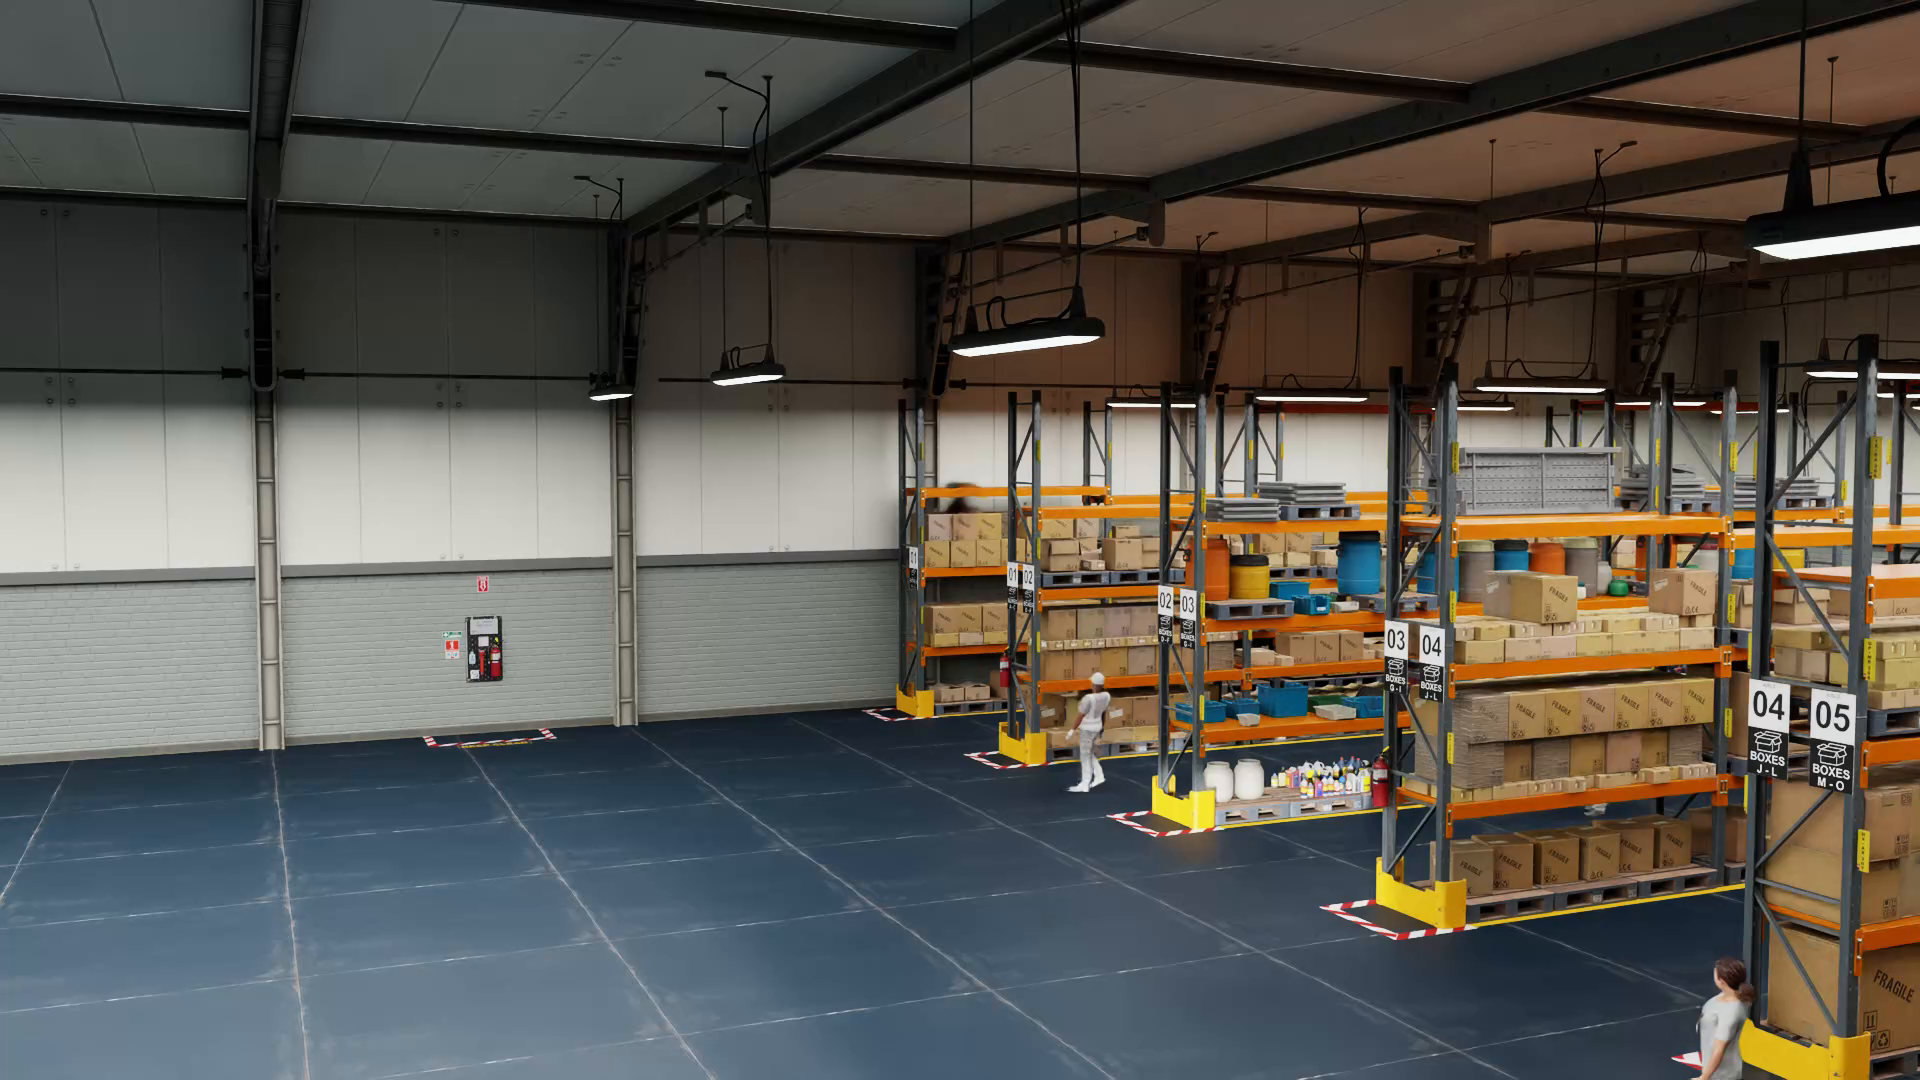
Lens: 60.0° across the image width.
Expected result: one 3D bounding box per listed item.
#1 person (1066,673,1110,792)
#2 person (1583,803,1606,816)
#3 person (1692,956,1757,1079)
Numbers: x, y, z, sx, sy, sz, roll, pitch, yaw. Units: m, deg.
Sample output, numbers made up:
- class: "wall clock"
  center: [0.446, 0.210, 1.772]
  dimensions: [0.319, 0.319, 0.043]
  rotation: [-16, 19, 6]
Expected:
- class: "person"
  center: [1.912, 2.832, 24.624]
  dimensions: [0.587, 1.777, 0.638]
  rotation: [1, 4, 20]
- class: "person"
  center: [8.905, 2.925, 23.193]
  dimensions: [0.406, 1.820, 0.592]
  rotation: [1, 3, 16]
- class: "person"
  center: [5.232, 3.660, 11.443]
  dimensions: [0.420, 1.673, 0.558]
  rotation: [1, 4, 22]
